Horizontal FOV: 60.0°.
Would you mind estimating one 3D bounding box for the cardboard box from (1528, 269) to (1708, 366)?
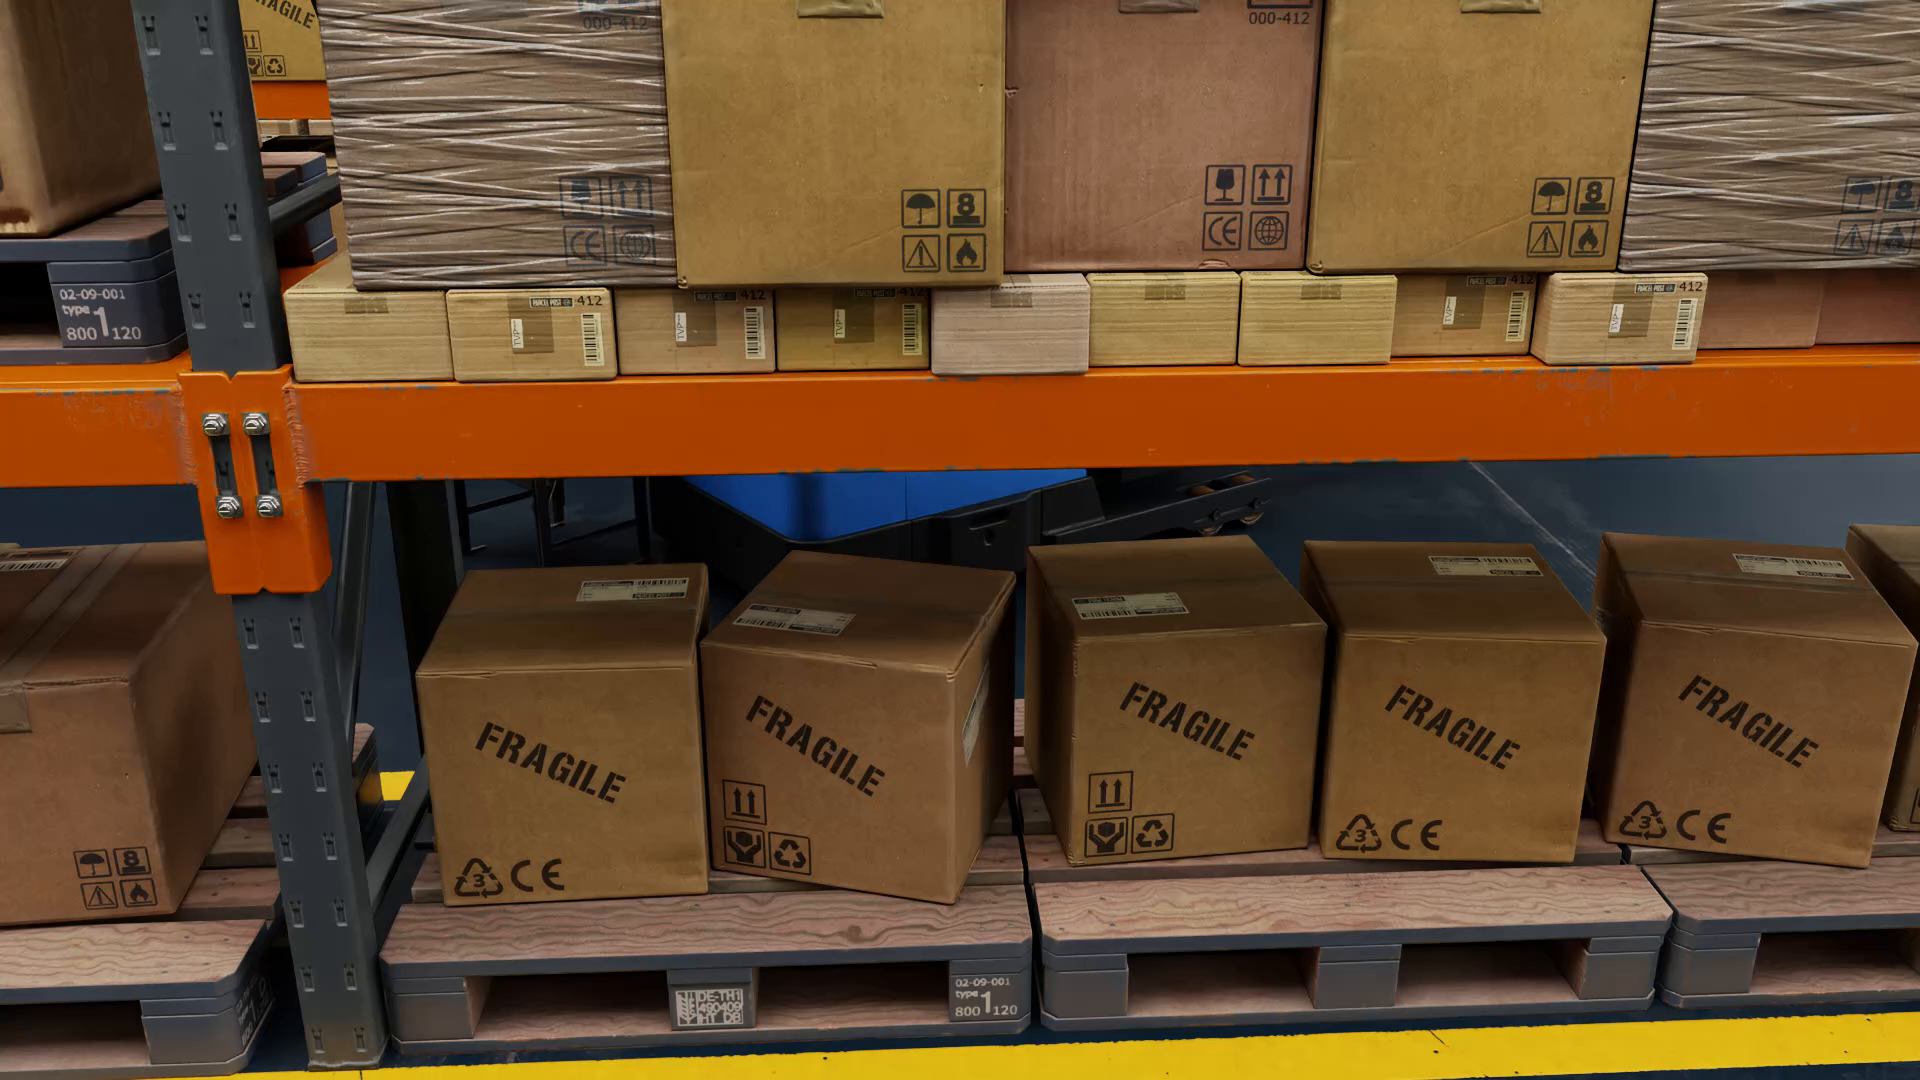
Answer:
[{"bbox_3d":[1.068,-0.420,2.862,0.250,0.149,0.380,-1,21,-3],"label":"cardboard box"}]

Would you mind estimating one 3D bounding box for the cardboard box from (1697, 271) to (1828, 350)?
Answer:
[{"bbox_3d":[1.312,-0.457,2.958,0.250,0.149,0.380,-1,21,-3],"label":"cardboard box"}]

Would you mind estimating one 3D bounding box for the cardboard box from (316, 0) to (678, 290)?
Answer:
[{"bbox_3d":[-0.708,-0.776,2.885,0.500,0.500,0.875,-1,21,-3],"label":"cardboard box"}]

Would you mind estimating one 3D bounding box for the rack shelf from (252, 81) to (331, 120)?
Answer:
[{"bbox_3d":[-3.340,-1.990,7.644,4.000,0.370,1.077,-1,21,-3],"label":"rack shelf"}]

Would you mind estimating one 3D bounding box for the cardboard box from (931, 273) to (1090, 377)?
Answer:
[{"bbox_3d":[0.070,-0.398,2.803,0.250,0.149,0.380,-1,21,-3],"label":"cardboard box"}]

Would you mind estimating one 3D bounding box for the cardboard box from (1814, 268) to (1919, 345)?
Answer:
[{"bbox_3d":[1.561,-0.470,2.992,0.250,0.149,0.380,-1,21,-3],"label":"cardboard box"}]

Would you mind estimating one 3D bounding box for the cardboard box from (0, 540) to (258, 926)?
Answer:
[{"bbox_3d":[-1.775,0.364,3.343,0.500,0.500,0.700,-3,21,-7],"label":"cardboard box"}]

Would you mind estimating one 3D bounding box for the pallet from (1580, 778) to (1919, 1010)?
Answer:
[{"bbox_3d":[1.943,0.624,3.685,1.213,0.211,1.003,-1,21,-3],"label":"pallet"}]

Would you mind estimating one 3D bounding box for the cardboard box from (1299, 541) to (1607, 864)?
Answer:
[{"bbox_3d":[0.987,0.325,3.476,0.500,0.500,0.500,1,21,2],"label":"cardboard box"}]

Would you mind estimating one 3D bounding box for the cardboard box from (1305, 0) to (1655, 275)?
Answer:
[{"bbox_3d":[0.788,-0.815,2.988,0.500,0.500,0.875,-1,21,-3],"label":"cardboard box"}]

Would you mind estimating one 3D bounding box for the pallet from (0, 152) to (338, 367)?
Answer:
[{"bbox_3d":[-1.933,-0.550,3.119,1.213,0.211,1.003,-1,21,-3],"label":"pallet"}]

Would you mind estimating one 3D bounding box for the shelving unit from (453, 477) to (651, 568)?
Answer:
[{"bbox_3d":[-1.331,-0.922,5.091,0.503,2.100,0.431,18,28,40],"label":"shelving unit"}]

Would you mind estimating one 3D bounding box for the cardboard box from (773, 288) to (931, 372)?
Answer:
[{"bbox_3d":[-0.182,-0.407,2.828,0.250,0.149,0.380,-1,21,-3],"label":"cardboard box"}]

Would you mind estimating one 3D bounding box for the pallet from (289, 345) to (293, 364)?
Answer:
[{"bbox_3d":[-3.330,-0.996,7.940,1.213,0.211,1.003,-1,21,-3],"label":"pallet"}]

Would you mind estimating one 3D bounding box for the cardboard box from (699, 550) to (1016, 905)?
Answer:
[{"bbox_3d":[-0.188,0.361,3.381,0.500,0.500,0.500,5,22,14],"label":"cardboard box"}]

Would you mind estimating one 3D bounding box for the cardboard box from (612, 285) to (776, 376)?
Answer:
[{"bbox_3d":[-0.431,-0.399,2.805,0.250,0.149,0.380,-1,21,-3],"label":"cardboard box"}]

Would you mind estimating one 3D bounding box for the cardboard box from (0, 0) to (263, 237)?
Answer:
[{"bbox_3d":[-1.962,-1.113,2.896,1.000,1.000,1.000,-1,21,-3],"label":"cardboard box"}]

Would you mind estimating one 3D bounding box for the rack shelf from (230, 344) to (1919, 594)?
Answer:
[{"bbox_3d":[0.836,-0.308,3.224,4.000,0.370,1.077,-1,21,-3],"label":"rack shelf"}]

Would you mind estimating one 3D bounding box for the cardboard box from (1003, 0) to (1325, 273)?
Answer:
[{"bbox_3d":[0.286,-0.820,3.000,0.500,0.500,0.875,-1,21,-3],"label":"cardboard box"}]

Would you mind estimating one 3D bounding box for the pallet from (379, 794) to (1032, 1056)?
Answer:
[{"bbox_3d":[-0.493,0.674,3.555,1.213,0.211,1.003,-1,21,-3],"label":"pallet"}]

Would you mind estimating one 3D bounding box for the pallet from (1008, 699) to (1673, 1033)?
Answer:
[{"bbox_3d":[0.728,0.648,3.622,1.213,0.211,1.003,-1,21,-3],"label":"pallet"}]

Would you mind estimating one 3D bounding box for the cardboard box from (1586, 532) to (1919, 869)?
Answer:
[{"bbox_3d":[1.613,0.319,3.491,0.500,0.500,0.500,4,21,11],"label":"cardboard box"}]

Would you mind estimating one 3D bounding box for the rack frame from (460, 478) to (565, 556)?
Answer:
[{"bbox_3d":[-1.509,-0.981,5.247,0.015,2.100,0.400,18,28,40],"label":"rack frame"}]

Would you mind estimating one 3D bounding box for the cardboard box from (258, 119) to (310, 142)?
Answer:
[{"bbox_3d":[-5.156,-3.018,12.436,0.625,0.372,0.950,-3,21,-7],"label":"cardboard box"}]

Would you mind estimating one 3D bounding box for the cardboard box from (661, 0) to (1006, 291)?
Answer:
[{"bbox_3d":[-0.207,-0.774,2.879,0.500,0.500,0.875,-1,21,-3],"label":"cardboard box"}]

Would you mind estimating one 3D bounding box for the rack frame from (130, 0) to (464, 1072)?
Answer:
[{"bbox_3d":[-1.161,-0.603,2.990,0.127,3.000,1.000,-1,21,-3],"label":"rack frame"}]

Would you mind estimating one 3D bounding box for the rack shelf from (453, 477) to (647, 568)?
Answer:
[{"bbox_3d":[-1.330,-0.255,5.345,0.480,0.518,0.431,18,28,40],"label":"rack shelf"}]

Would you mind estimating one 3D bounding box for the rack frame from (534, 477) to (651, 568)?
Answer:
[{"bbox_3d":[-1.153,-0.863,4.935,0.015,2.100,0.400,18,28,40],"label":"rack frame"}]

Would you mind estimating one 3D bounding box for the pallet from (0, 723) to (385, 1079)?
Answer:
[{"bbox_3d":[-1.938,0.716,3.443,1.213,0.211,1.003,-1,21,-3],"label":"pallet"}]

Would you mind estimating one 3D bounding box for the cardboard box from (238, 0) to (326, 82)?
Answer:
[{"bbox_3d":[-2.858,-2.288,7.274,0.500,0.500,0.500,-1,21,-2],"label":"cardboard box"}]

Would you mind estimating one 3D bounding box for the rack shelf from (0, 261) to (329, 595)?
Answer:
[{"bbox_3d":[-3.158,-0.226,3.011,4.000,0.370,1.077,-1,21,-3],"label":"rack shelf"}]

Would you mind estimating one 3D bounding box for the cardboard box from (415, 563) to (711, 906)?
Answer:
[{"bbox_3d":[-0.760,0.375,3.344,0.500,0.500,0.500,-2,21,-5],"label":"cardboard box"}]

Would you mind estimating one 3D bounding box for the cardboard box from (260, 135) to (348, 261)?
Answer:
[{"bbox_3d":[-2.921,-1.449,7.783,0.750,0.750,1.050,-1,21,-3],"label":"cardboard box"}]

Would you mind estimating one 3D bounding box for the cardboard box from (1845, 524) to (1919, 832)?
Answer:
[{"bbox_3d":[2.208,0.294,3.555,0.500,0.500,0.500,3,21,7],"label":"cardboard box"}]

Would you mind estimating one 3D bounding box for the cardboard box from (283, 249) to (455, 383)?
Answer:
[{"bbox_3d":[-0.929,-0.383,2.765,0.250,0.149,0.380,-1,21,-3],"label":"cardboard box"}]

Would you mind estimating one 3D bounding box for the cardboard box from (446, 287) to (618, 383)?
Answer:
[{"bbox_3d":[-0.679,-0.384,2.766,0.250,0.149,0.380,-1,21,-3],"label":"cardboard box"}]

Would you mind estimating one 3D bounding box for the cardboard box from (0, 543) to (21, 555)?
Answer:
[{"bbox_3d":[-2.253,0.367,3.335,0.500,0.500,0.700,-1,21,-3],"label":"cardboard box"}]

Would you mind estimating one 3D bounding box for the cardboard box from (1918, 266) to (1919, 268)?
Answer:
[{"bbox_3d":[1.789,-0.816,2.990,0.500,0.500,0.875,-1,21,-3],"label":"cardboard box"}]

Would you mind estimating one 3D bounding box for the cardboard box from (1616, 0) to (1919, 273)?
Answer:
[{"bbox_3d":[1.288,-0.821,3.004,0.500,0.500,0.875,-1,21,-3],"label":"cardboard box"}]

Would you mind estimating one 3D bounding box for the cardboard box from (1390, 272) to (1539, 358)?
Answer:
[{"bbox_3d":[0.814,-0.440,2.913,0.250,0.149,0.380,-1,21,-3],"label":"cardboard box"}]

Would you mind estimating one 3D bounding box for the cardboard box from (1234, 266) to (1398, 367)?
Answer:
[{"bbox_3d":[0.567,-0.419,2.858,0.250,0.149,0.380,-1,21,-3],"label":"cardboard box"}]

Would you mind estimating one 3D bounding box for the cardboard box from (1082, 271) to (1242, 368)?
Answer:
[{"bbox_3d":[0.317,-0.417,2.855,0.250,0.149,0.380,-1,21,-3],"label":"cardboard box"}]

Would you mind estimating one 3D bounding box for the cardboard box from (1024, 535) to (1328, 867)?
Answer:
[{"bbox_3d":[0.427,0.320,3.488,0.500,0.500,0.500,-3,21,-8],"label":"cardboard box"}]

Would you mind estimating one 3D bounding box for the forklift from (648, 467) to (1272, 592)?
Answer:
[{"bbox_3d":[0.467,-1.522,5.499,3.031,2.935,1.130,-15,25,-33],"label":"forklift"}]

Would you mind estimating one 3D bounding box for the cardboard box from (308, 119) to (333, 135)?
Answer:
[{"bbox_3d":[-4.420,-3.036,12.483,0.625,0.372,0.950,-2,21,-4],"label":"cardboard box"}]
